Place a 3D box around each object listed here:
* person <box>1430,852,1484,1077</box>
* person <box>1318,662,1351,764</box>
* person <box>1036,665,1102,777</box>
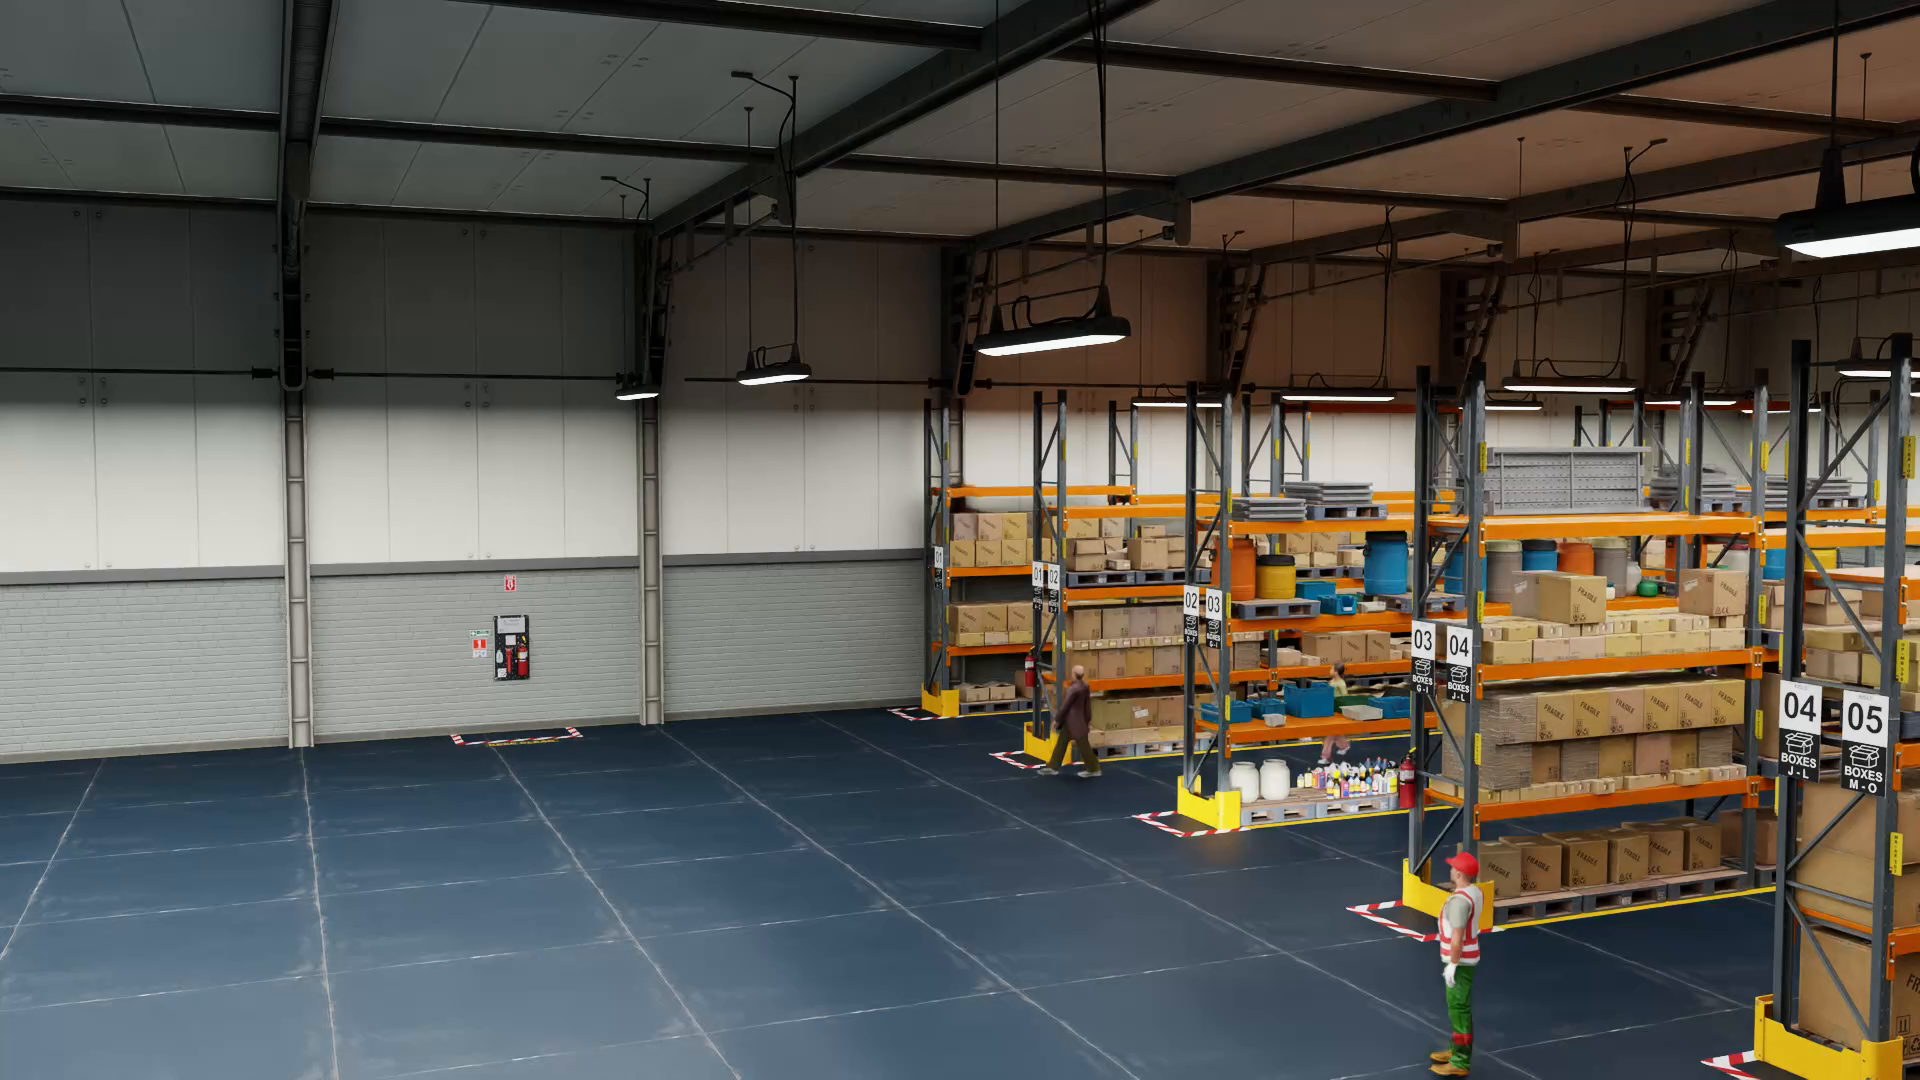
[{"bbox_3d":[4.090,3.453,13.667,0.405,1.796,0.591,1,3,15],"label":"person"},{"bbox_3d":[6.059,2.769,26.805,0.945,1.622,0.570,-3,4,-37],"label":"person"},{"bbox_3d":[1.681,2.777,25.503,0.991,1.735,0.553,0,3,0],"label":"person"}]
